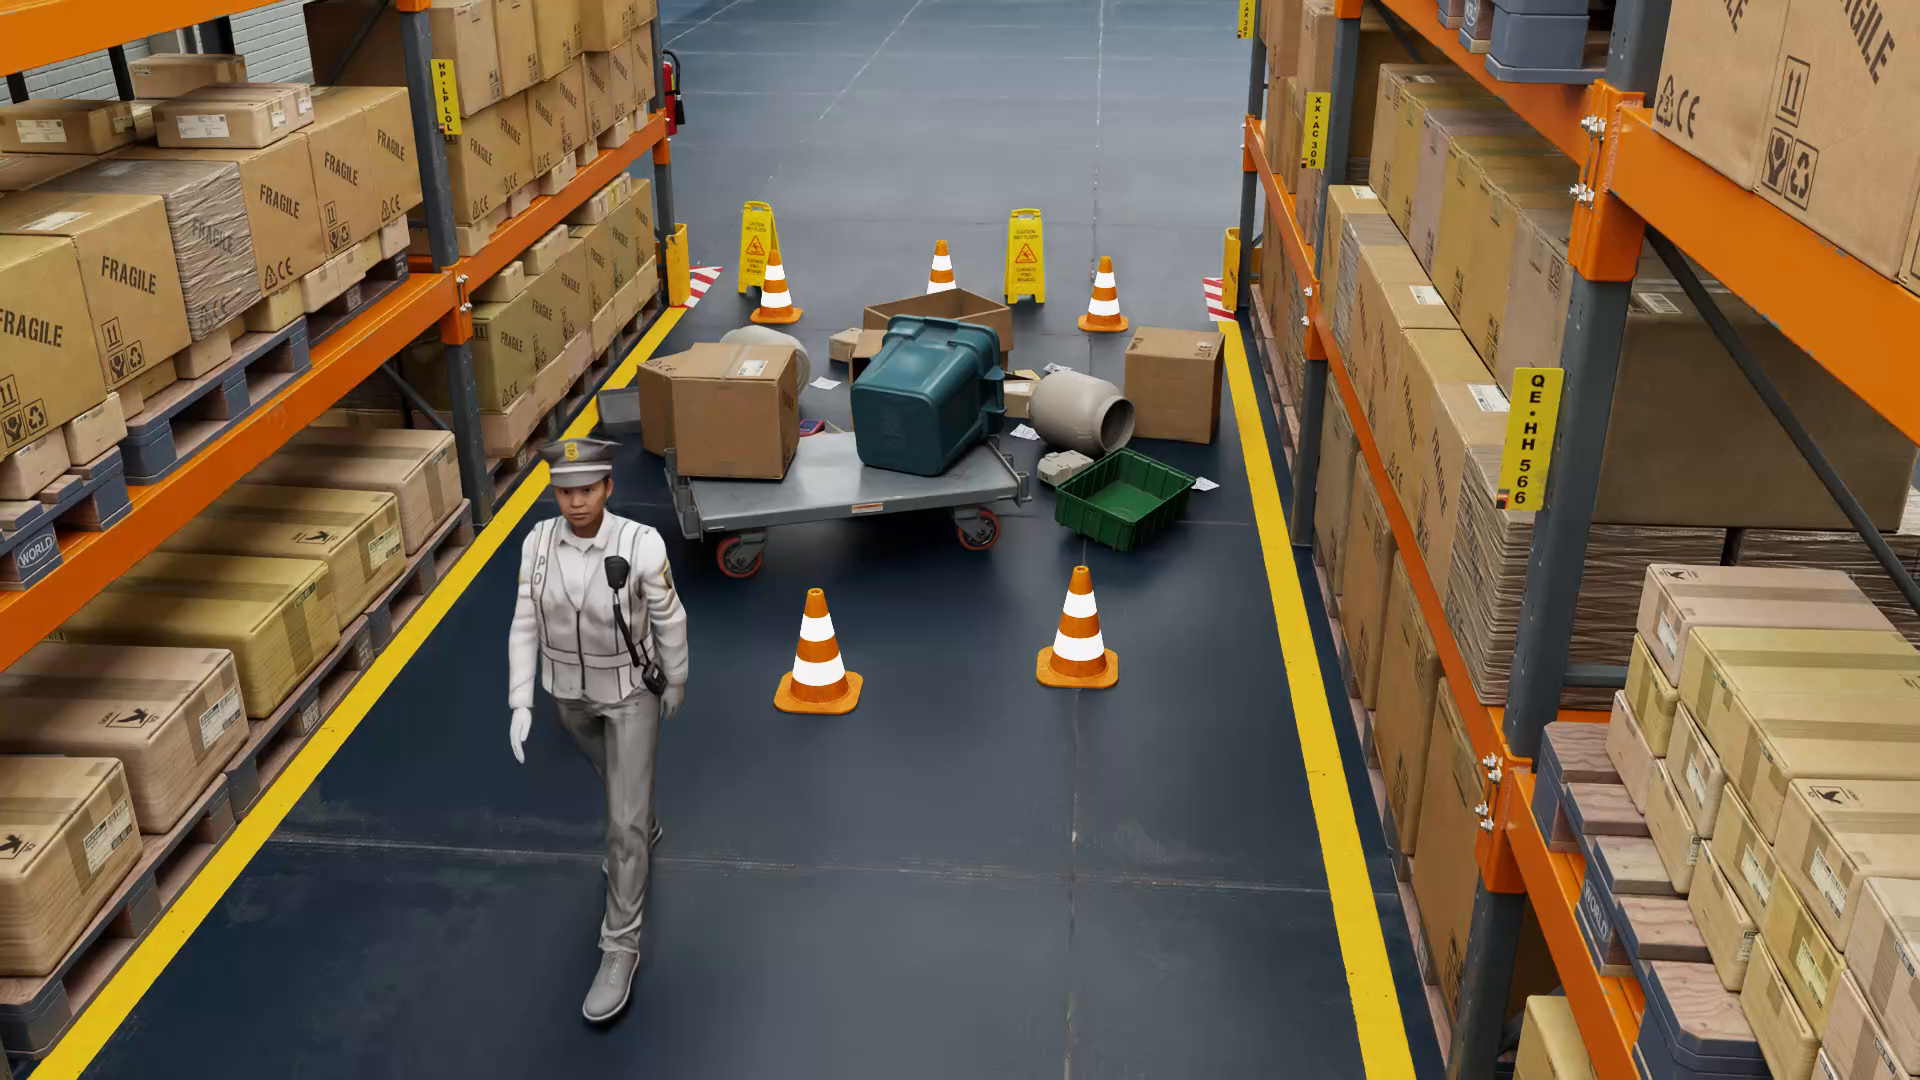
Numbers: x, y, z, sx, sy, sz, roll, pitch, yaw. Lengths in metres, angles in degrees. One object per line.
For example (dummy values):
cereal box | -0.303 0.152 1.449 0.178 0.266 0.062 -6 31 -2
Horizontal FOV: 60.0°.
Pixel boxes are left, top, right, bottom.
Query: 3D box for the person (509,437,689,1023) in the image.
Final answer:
person | -1.104 0.477 4.998 0.482 1.660 0.922 5 25 11
